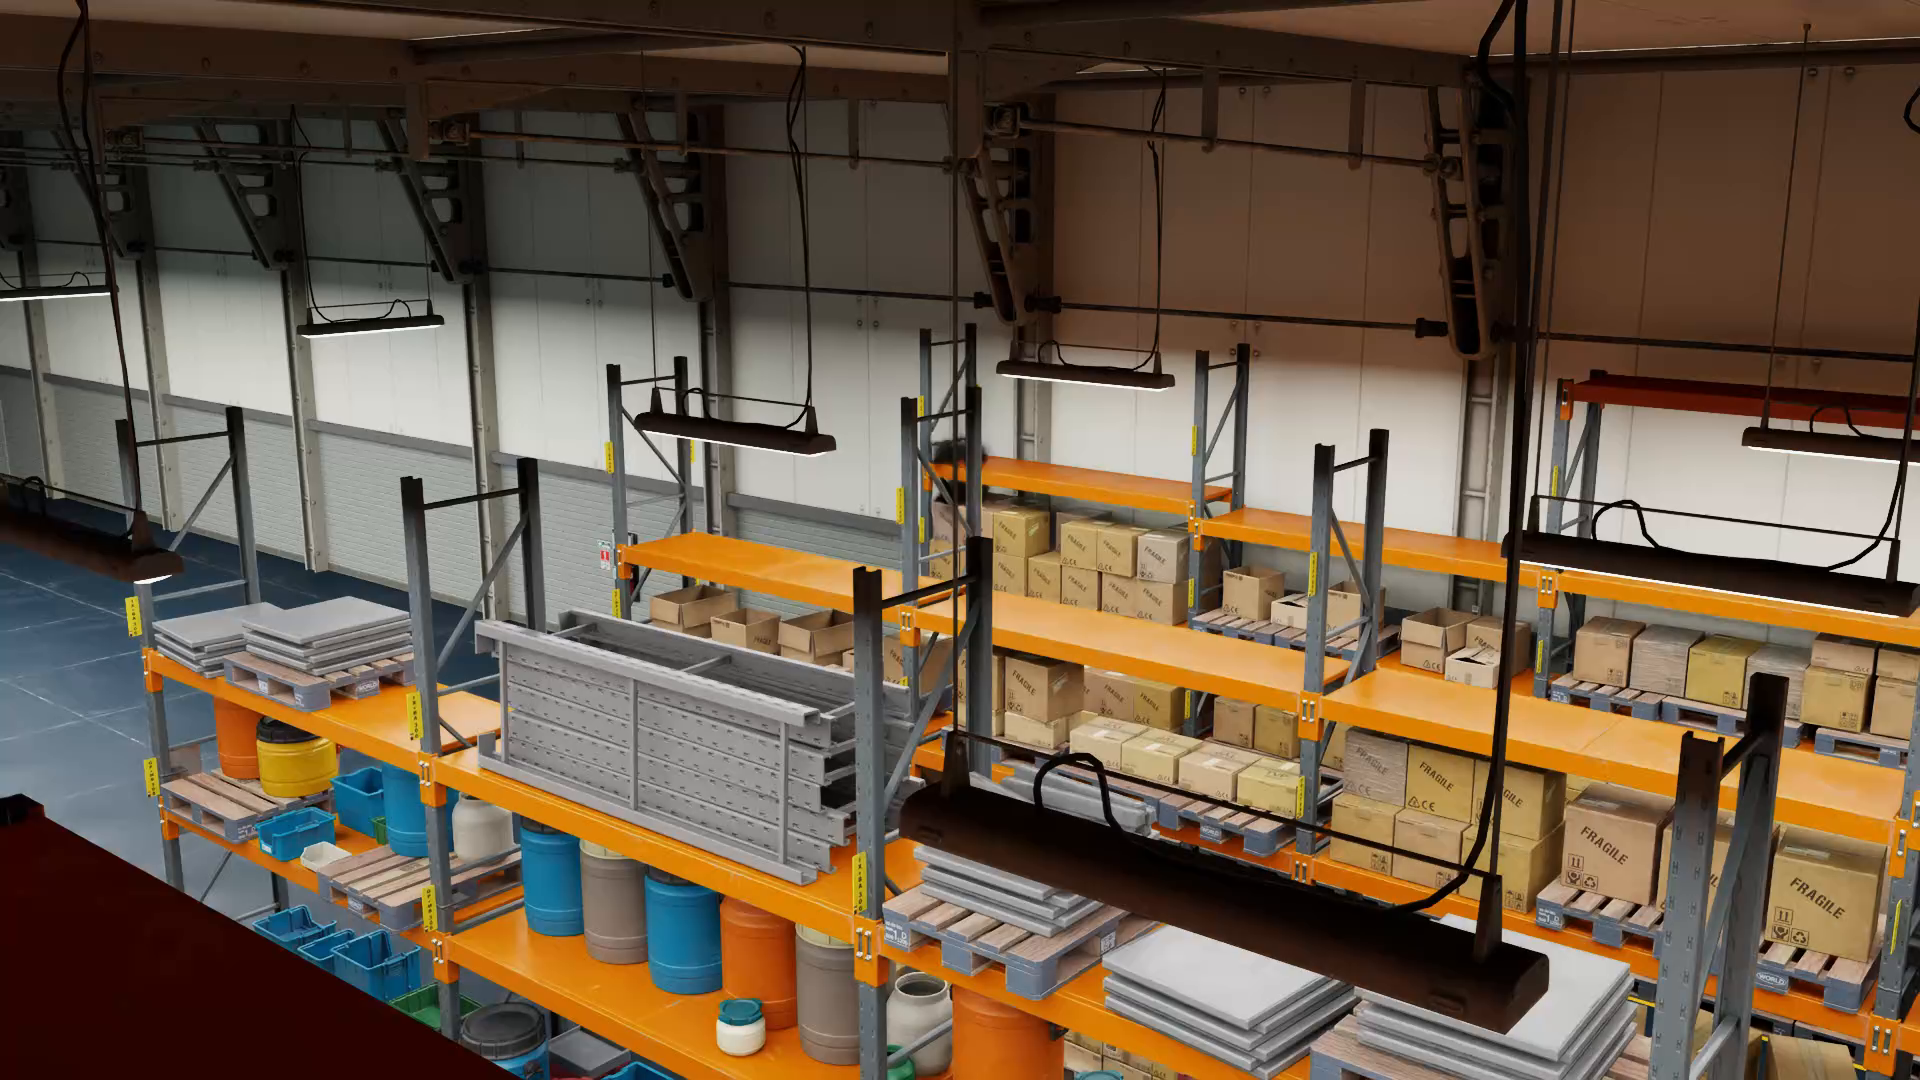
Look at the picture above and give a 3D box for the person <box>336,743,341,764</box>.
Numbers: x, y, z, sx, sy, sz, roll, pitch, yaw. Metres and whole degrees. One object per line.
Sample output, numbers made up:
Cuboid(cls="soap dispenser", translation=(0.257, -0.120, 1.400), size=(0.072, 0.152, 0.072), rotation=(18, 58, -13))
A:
Cuboid(cls="person", translation=(-7.607, 2.833, 19.939), size=(0.645, 1.699, 0.675), rotation=(-10, 16, -36))
